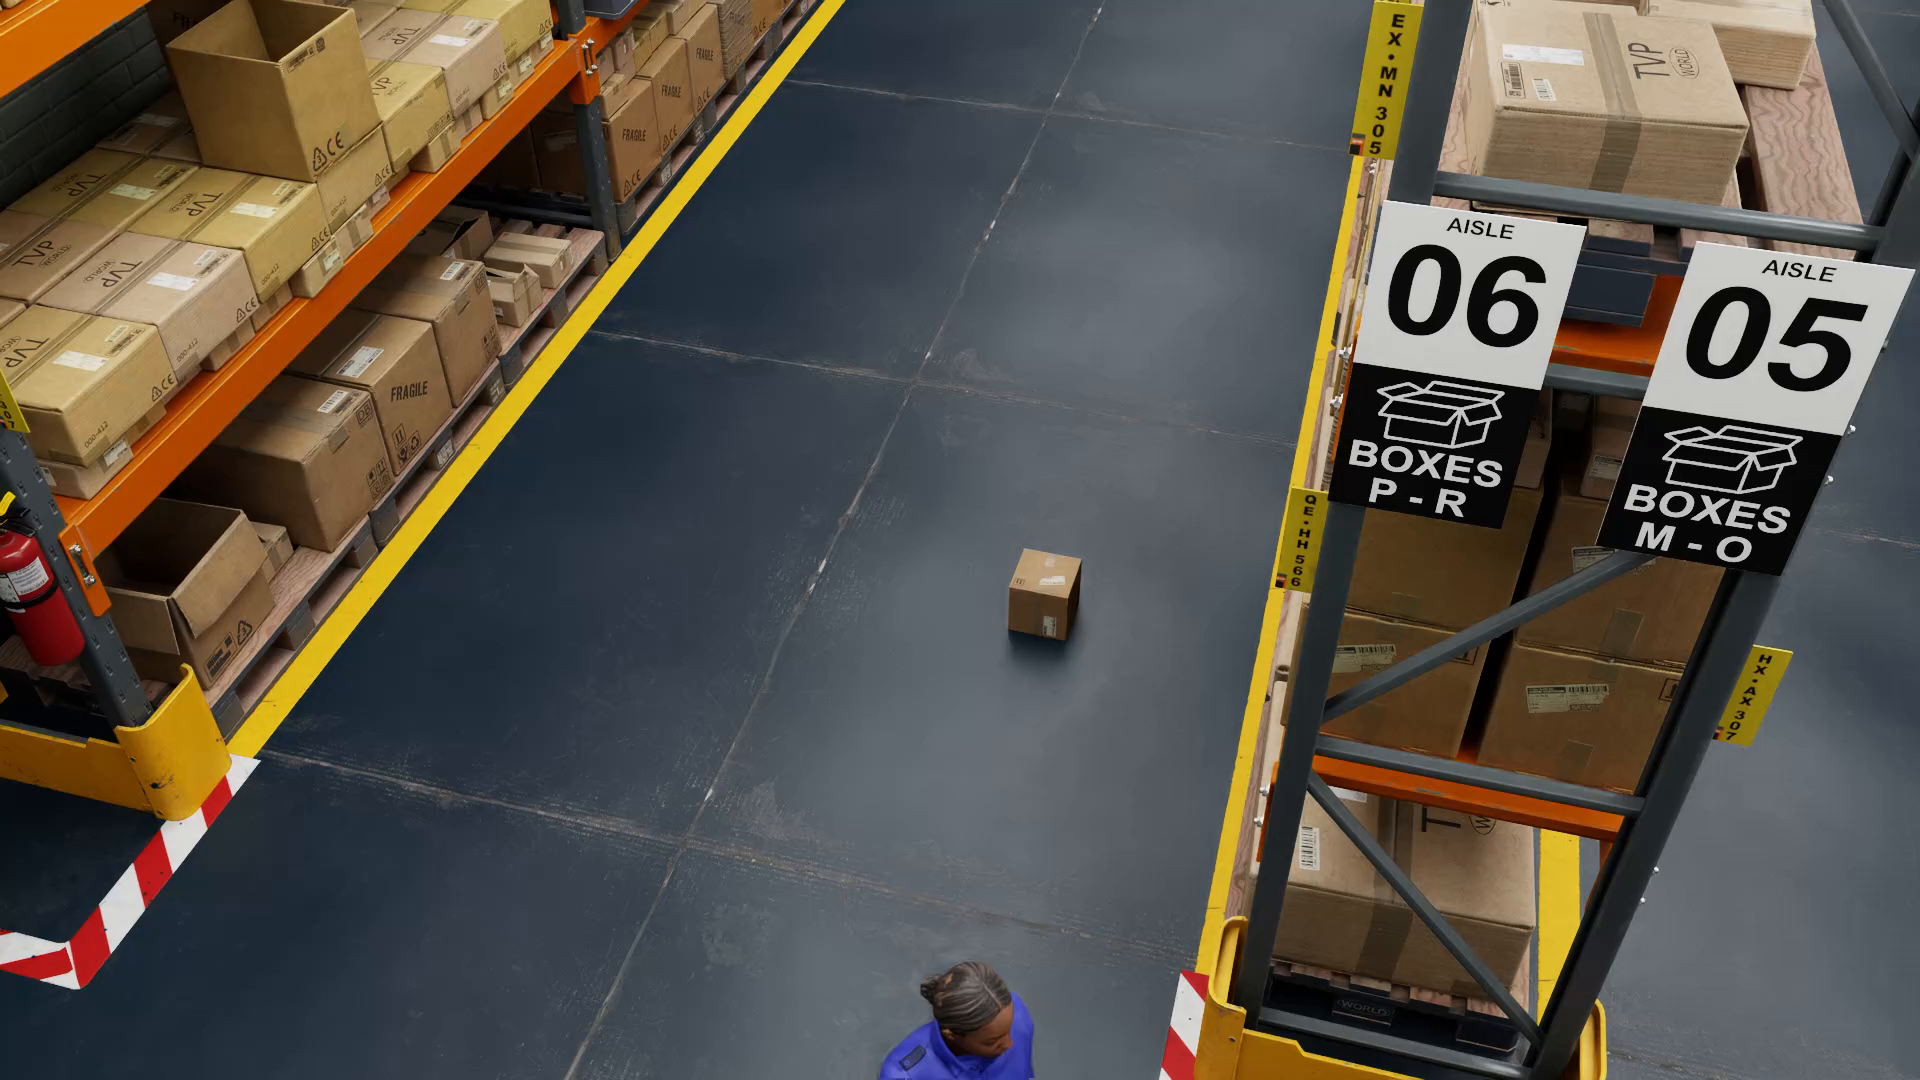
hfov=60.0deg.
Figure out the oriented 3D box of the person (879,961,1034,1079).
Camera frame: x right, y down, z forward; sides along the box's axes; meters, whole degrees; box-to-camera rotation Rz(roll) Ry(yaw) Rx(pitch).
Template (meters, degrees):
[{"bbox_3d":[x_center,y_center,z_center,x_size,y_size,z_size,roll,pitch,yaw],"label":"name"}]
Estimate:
[{"bbox_3d":[0.012,1.646,4.253,0.521,1.650,0.441,-24,46,-25],"label":"person"}]
